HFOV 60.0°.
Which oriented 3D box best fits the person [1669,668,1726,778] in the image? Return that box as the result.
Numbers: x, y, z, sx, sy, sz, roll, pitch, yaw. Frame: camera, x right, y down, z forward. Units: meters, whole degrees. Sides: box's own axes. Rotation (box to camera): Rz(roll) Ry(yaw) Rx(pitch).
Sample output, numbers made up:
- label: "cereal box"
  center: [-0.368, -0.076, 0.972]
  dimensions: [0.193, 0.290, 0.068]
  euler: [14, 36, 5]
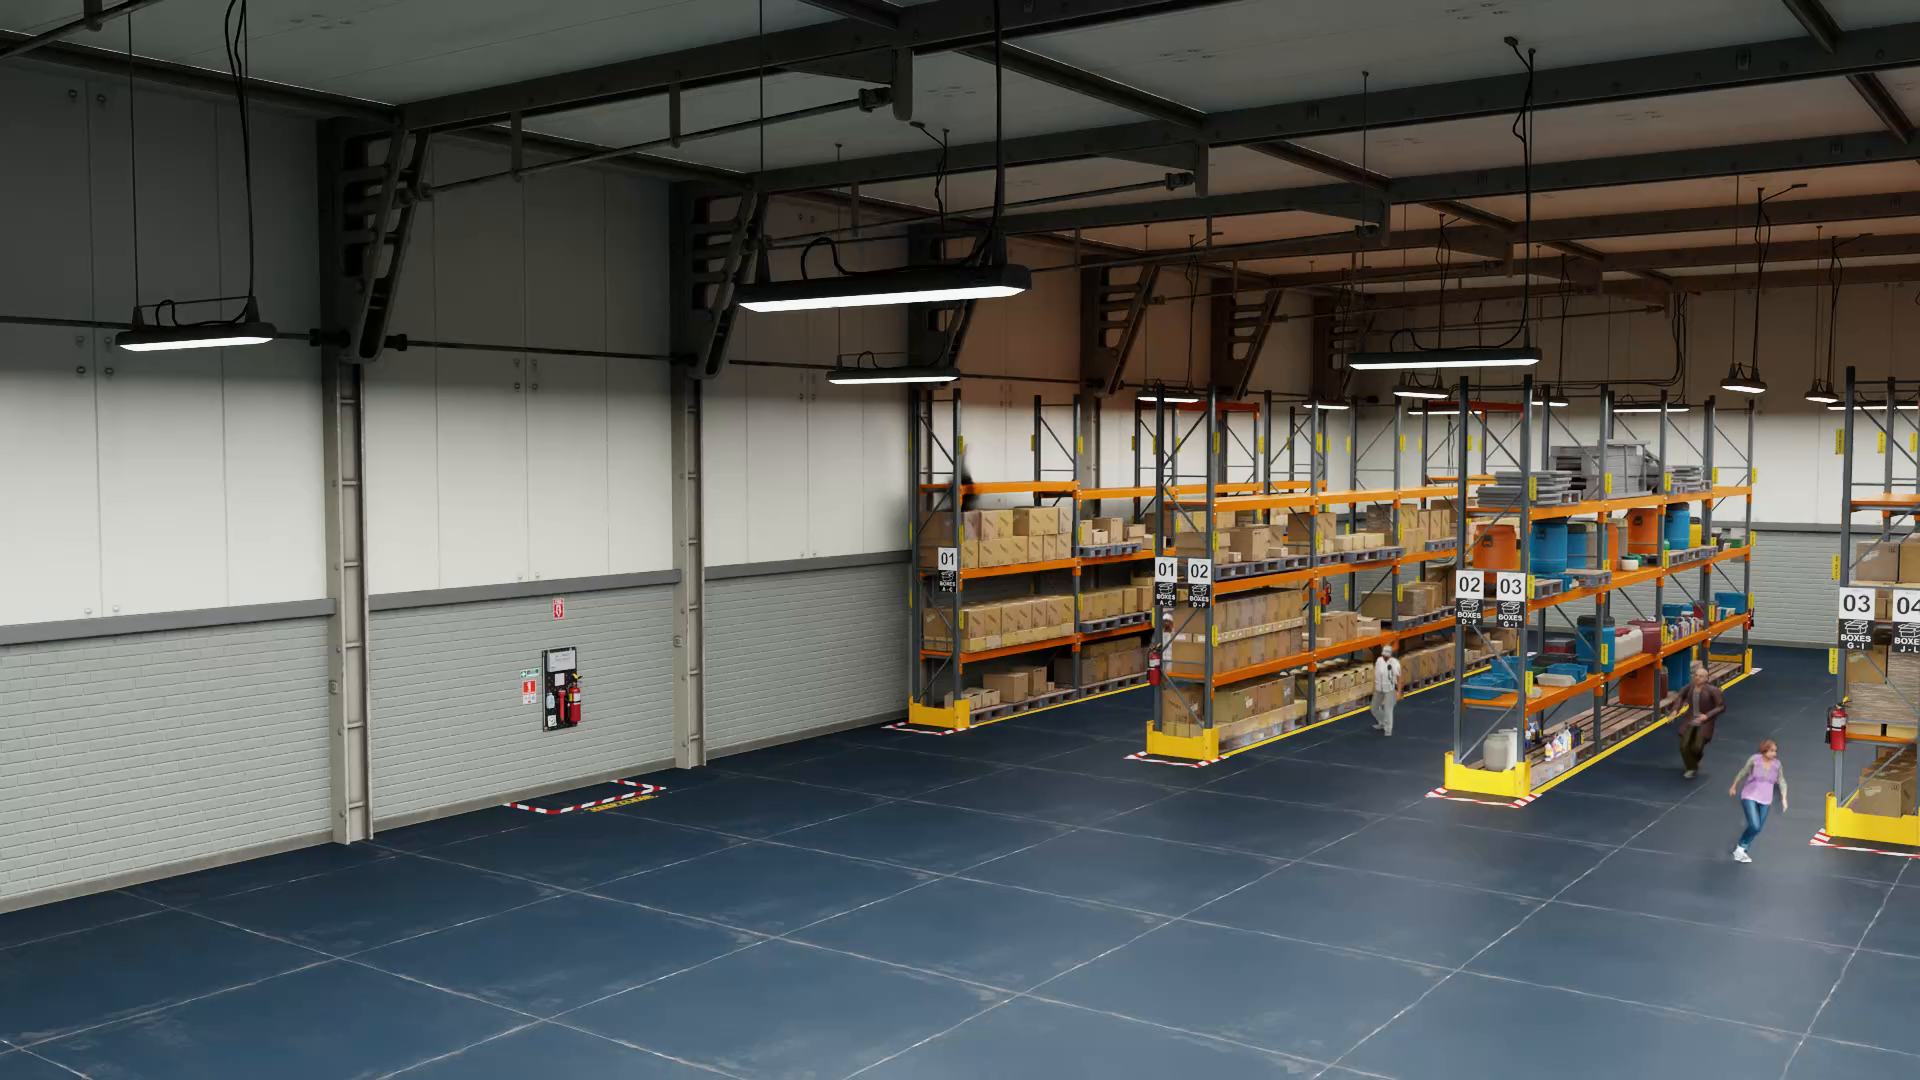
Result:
- label: "person"
  center: [11.122, 2.758, 25.030]
  dimensions: [0.799, 1.688, 0.581]
  euler: [3, 4, 40]

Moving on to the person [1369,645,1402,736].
- label: "person"
  center: [7.346, 2.575, 28.666]
  dimensions: [0.673, 1.587, 0.760]
  euler: [-3, 4, -43]

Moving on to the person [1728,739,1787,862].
- label: "person"
  center: [9.495, 3.158, 19.742]
  dimensions: [0.503, 1.424, 0.703]
  euler: [0, 3, -2]

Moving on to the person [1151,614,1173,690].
- label: "person"
  center: [3.964, 2.307, 31.729]
  dimensions: [0.662, 1.813, 0.824]
  euler: [2, 4, 31]
